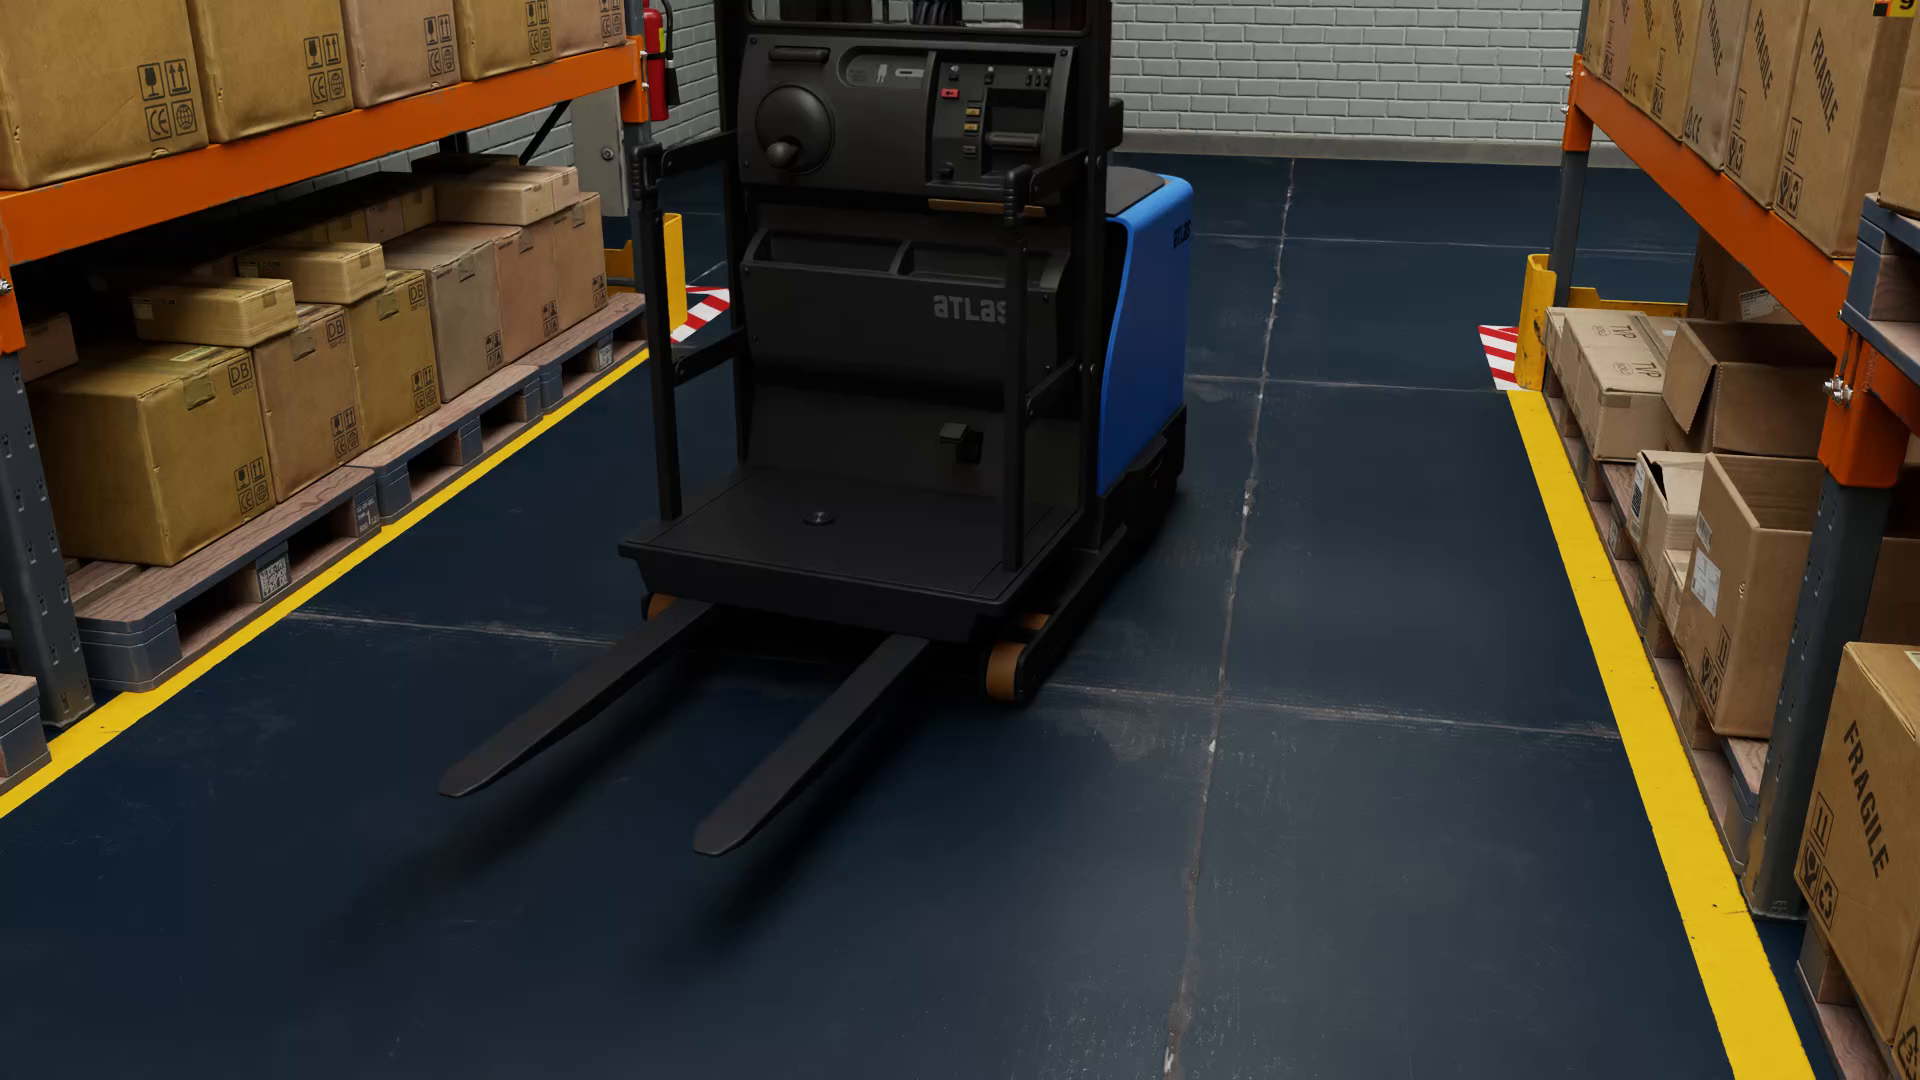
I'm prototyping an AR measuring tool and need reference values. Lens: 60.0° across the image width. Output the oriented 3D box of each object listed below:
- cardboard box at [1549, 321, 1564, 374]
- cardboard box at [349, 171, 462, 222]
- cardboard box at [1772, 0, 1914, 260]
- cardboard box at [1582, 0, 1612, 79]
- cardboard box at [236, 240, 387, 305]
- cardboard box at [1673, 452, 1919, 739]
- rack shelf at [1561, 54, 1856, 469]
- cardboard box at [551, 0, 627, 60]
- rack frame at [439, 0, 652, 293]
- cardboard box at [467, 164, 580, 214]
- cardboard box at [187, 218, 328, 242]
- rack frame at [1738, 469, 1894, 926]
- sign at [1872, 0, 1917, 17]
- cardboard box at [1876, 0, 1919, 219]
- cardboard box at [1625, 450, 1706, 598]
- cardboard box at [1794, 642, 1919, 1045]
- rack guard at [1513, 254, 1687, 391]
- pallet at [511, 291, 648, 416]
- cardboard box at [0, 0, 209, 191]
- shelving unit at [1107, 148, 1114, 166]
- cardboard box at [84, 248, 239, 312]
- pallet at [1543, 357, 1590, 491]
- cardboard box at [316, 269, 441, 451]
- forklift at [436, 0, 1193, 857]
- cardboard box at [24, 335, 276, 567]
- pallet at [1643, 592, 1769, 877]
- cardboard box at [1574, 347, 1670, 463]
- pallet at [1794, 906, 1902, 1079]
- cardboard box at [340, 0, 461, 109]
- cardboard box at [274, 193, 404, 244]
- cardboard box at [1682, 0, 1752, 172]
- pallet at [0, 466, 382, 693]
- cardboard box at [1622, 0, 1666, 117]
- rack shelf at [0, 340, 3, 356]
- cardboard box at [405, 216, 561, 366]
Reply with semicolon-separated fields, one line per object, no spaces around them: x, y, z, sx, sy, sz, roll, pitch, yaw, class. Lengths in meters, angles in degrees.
2.473;-0.730;6.355;0.380;0.166;0.250;4;22;11;cardboard box
-2.222;-1.383;6.689;0.380;0.149;0.250;5;22;11;cardboard box
1.980;-0.845;3.302;0.500;0.500;0.500;5;22;12;cardboard box
2.597;-1.963;6.079;0.500;0.500;0.500;5;22;12;cardboard box
-2.113;-0.876;5.430;0.380;0.149;0.250;4;22;9;cardboard box
1.968;0.129;3.774;0.500;0.500;0.500;4;22;11;cardboard box
2.537;-0.994;4.769;1.077;0.370;4.000;4;22;11;rack shelf
-1.999;-2.387;6.864;0.980;0.700;0.700;5;23;13;cardboard box
-1.905;-2.435;7.385;1.000;3.000;0.127;4;22;11;rack frame
-1.797;-1.447;6.846;0.380;0.149;0.250;4;22;10;cardboard box
-2.429;-1.012;5.768;0.380;0.149;0.250;4;22;10;cardboard box
2.129;-0.596;2.818;1.000;3.000;0.127;4;22;11;rack frame
1.597;-1.036;2.752;0.100;0.325;0.005;4;22;11;sign
1.814;-0.681;2.333;0.700;0.500;0.500;-3;22;-7;cardboard box
2.121;-0.057;4.491;0.500;0.311;0.500;4;22;11;cardboard box
1.792;0.518;2.810;0.500;0.500;0.500;3;22;8;cardboard box
2.930;-0.872;6.849;1.175;0.500;0.348;4;22;11;rack guard
-1.991;-0.843;7.165;1.003;0.211;1.213;4;22;11;pallet
-2.594;-1.309;4.186;0.980;0.700;0.700;5;22;12;cardboard box
0.379;-0.883;5.928;0.258;1.200;0.189;9;21;22;shelving unit
-2.533;-0.826;5.304;0.380;0.149;0.250;4;22;9;cardboard box
2.768;-0.446;6.178;1.003;0.211;1.213;4;22;11;pallet
-2.255;-0.644;5.722;0.700;0.500;0.500;5;22;12;cardboard box
-0.232;-1.111;4.190;1.130;2.935;3.031;8;23;20;forklift
-2.468;-0.273;4.801;0.700;0.500;0.500;5;22;12;cardboard box
2.270;0.446;3.963;1.003;0.211;1.213;4;22;11;pallet
2.353;-0.445;5.534;0.500;0.250;0.500;4;22;11;cardboard box
2.000;0.998;2.593;1.003;0.211;1.213;4;22;11;pallet
-2.301;-1.842;5.510;0.980;0.700;0.700;3;22;8;cardboard box
-2.325;-1.199;6.230;0.380;0.149;0.250;5;22;12;cardboard box
2.187;-1.221;4.237;0.500;0.500;0.500;5;22;12;cardboard box
-2.489;0.049;4.949;1.003;0.211;1.213;4;22;11;pallet
2.391;-1.591;5.154;0.500;0.500;0.500;4;22;11;cardboard box
-3.129;0.093;2.071;1.077;0.370;4.000;4;22;11;rack shelf
-2.052;-1.024;6.664;0.700;0.500;0.500;4;22;11;cardboard box
